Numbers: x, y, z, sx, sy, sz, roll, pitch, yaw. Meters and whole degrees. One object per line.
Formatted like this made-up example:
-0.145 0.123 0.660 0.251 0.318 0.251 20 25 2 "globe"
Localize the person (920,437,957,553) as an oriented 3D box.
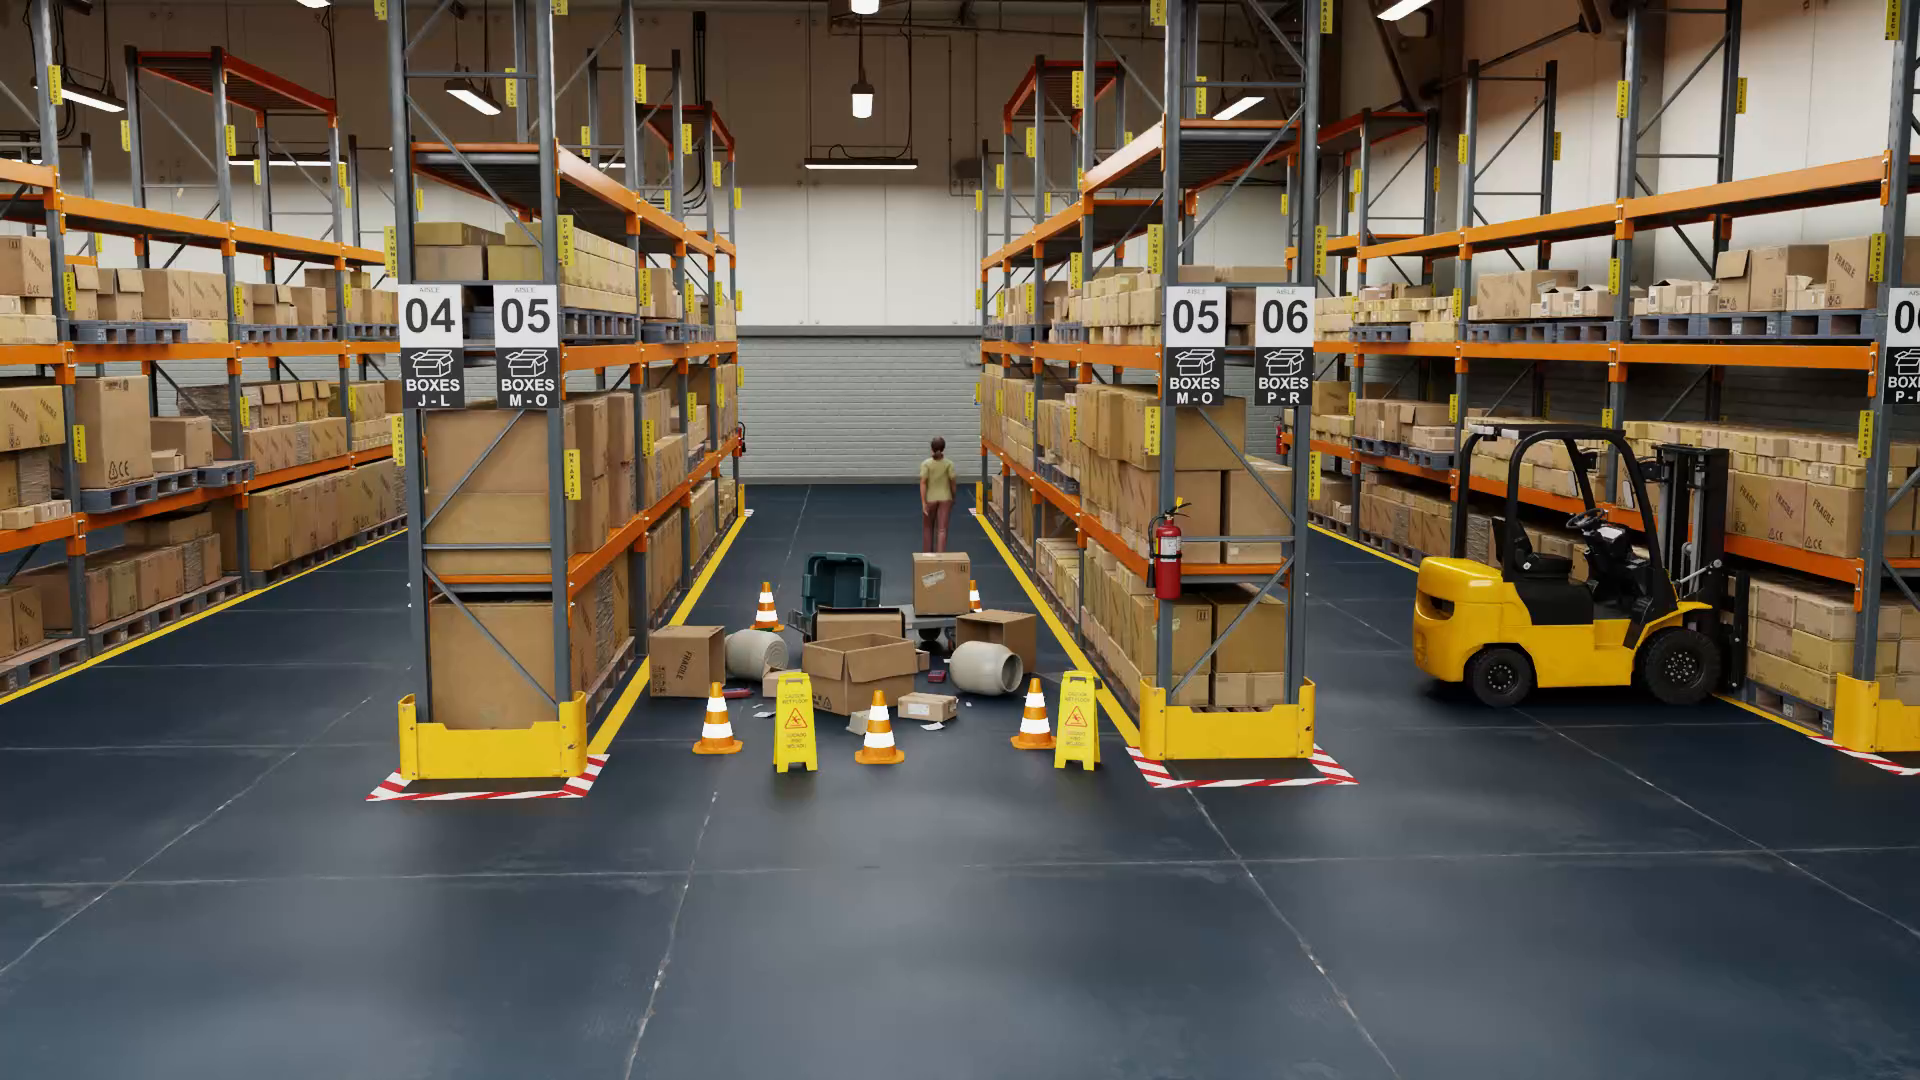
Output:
-0.271 -0.483 20.650 0.459 1.616 0.969 0 7 -1 "person"
